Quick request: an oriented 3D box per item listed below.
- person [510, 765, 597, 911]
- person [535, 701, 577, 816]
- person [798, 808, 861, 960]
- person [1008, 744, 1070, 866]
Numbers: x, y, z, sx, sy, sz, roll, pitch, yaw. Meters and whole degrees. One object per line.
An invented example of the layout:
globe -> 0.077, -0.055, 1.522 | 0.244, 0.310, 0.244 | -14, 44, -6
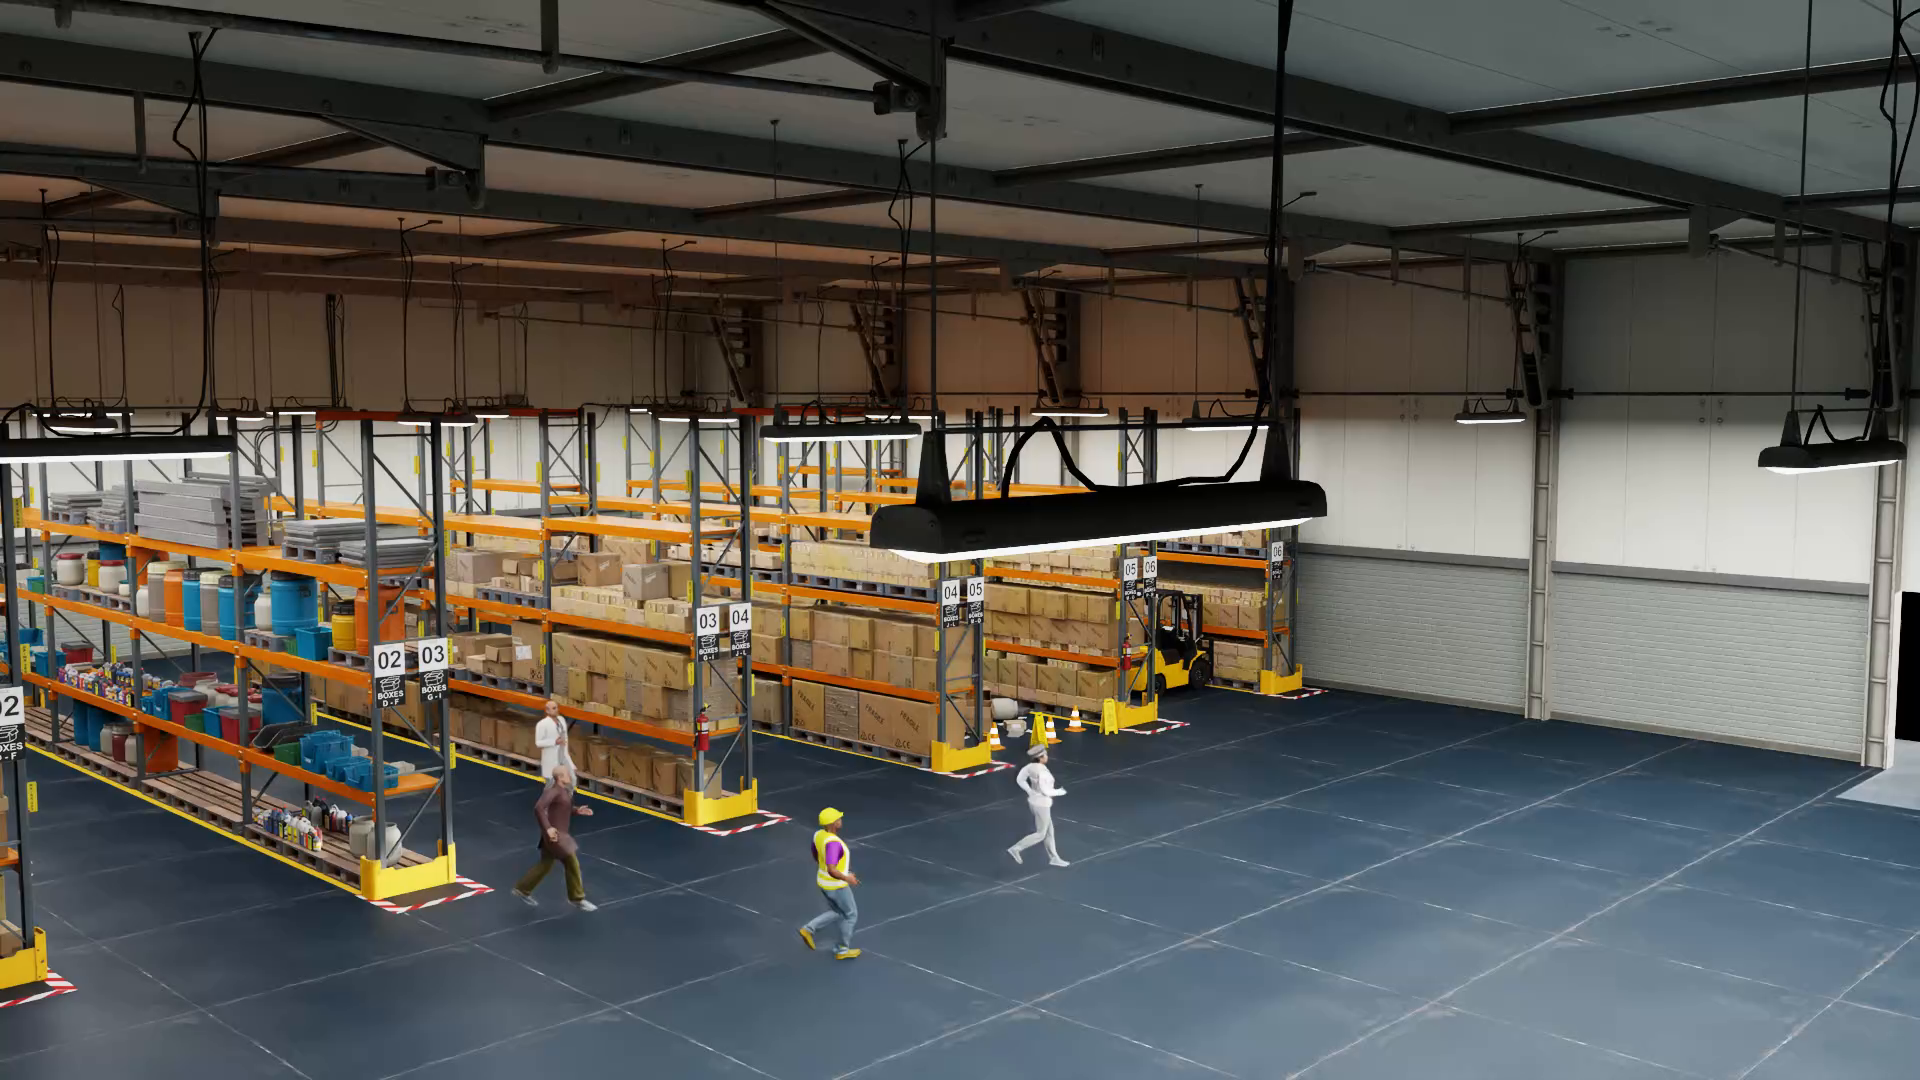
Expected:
person -> -4.978, 3.674, 20.324 | 1.018, 1.760, 0.654 | -1, 5, -15
person -> -5.962, 3.320, 24.596 | 0.755, 1.729, 0.688 | 4, 7, 40
person -> -1.438, 3.833, 18.520 | 0.696, 1.720, 0.704 | -2, 6, -24
person -> 1.048, 3.533, 22.032 | 0.881, 1.693, 0.616 | -2, 5, -19
